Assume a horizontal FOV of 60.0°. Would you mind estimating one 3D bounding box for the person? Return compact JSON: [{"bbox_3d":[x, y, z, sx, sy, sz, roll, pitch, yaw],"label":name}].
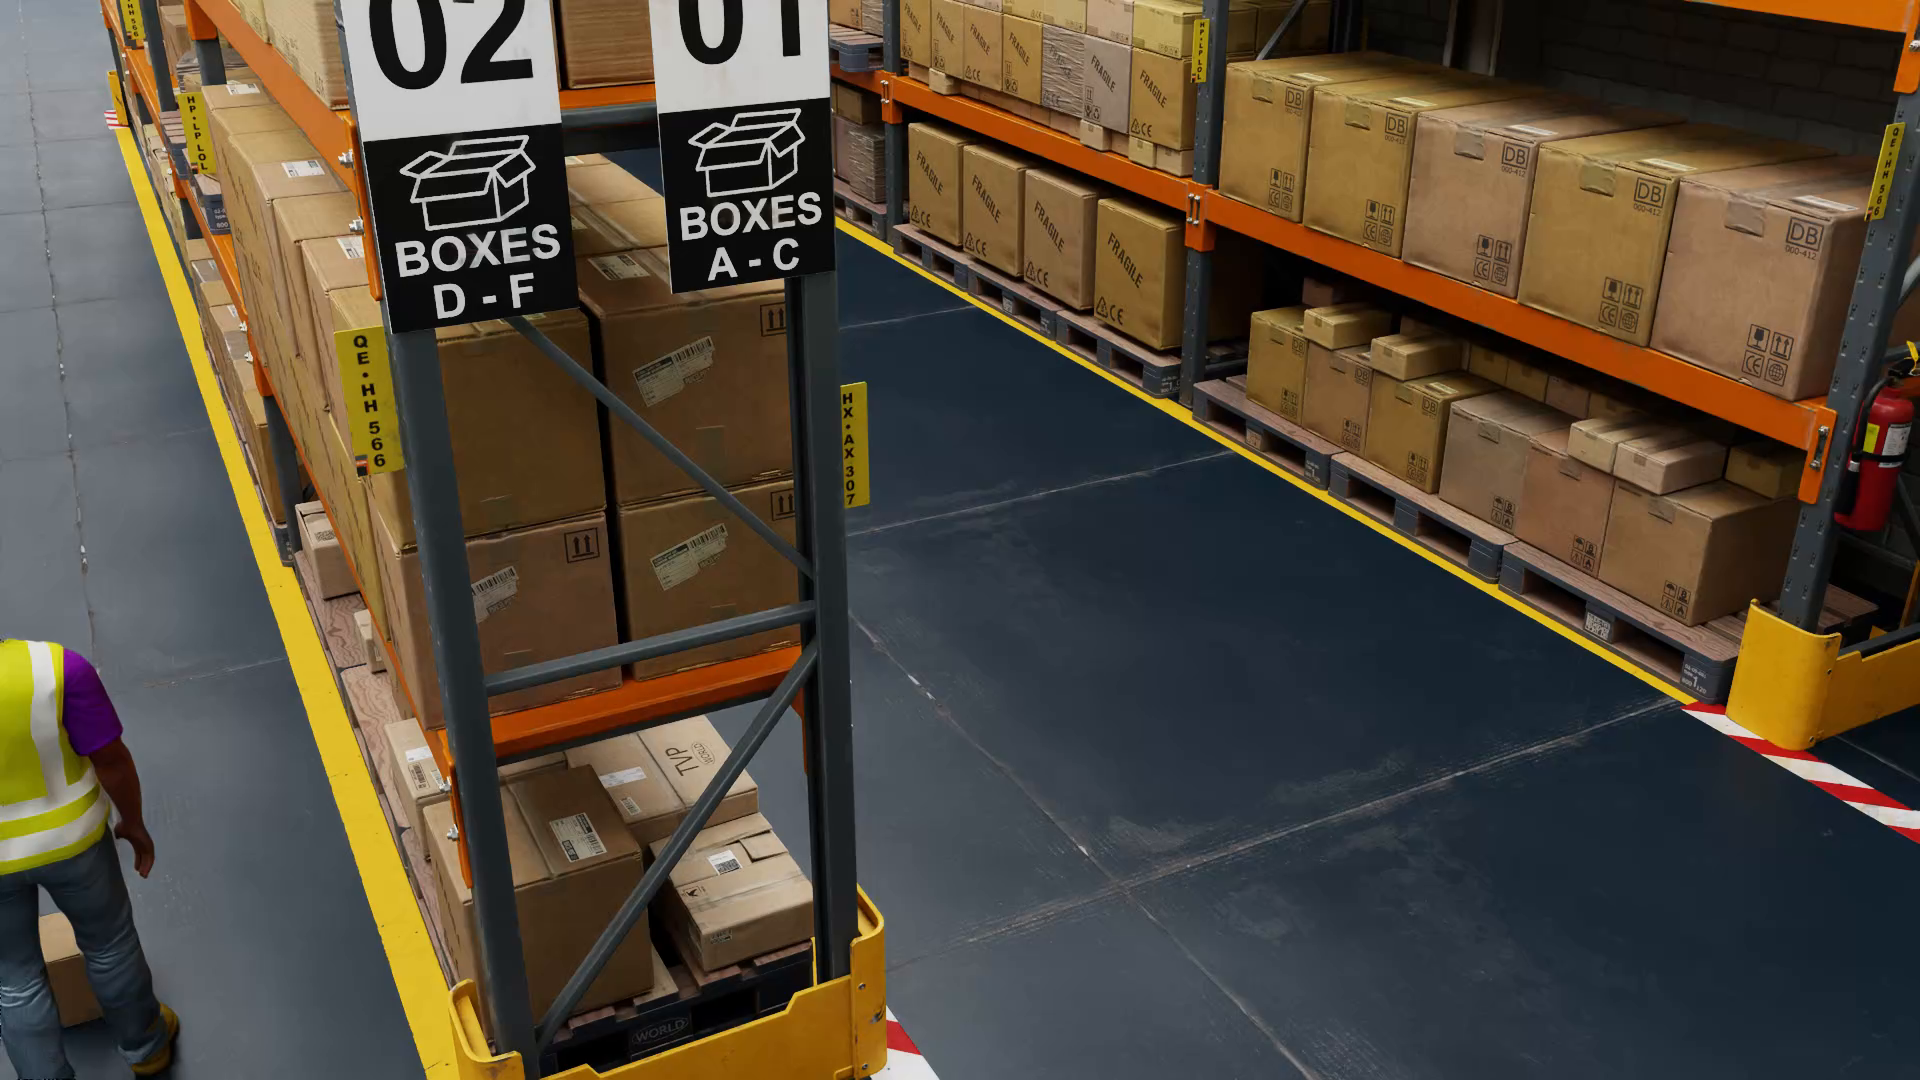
[{"bbox_3d":[-2.496,0.765,4.438,0.608,1.771,0.514,-11,28,-22],"label":"person"}]
